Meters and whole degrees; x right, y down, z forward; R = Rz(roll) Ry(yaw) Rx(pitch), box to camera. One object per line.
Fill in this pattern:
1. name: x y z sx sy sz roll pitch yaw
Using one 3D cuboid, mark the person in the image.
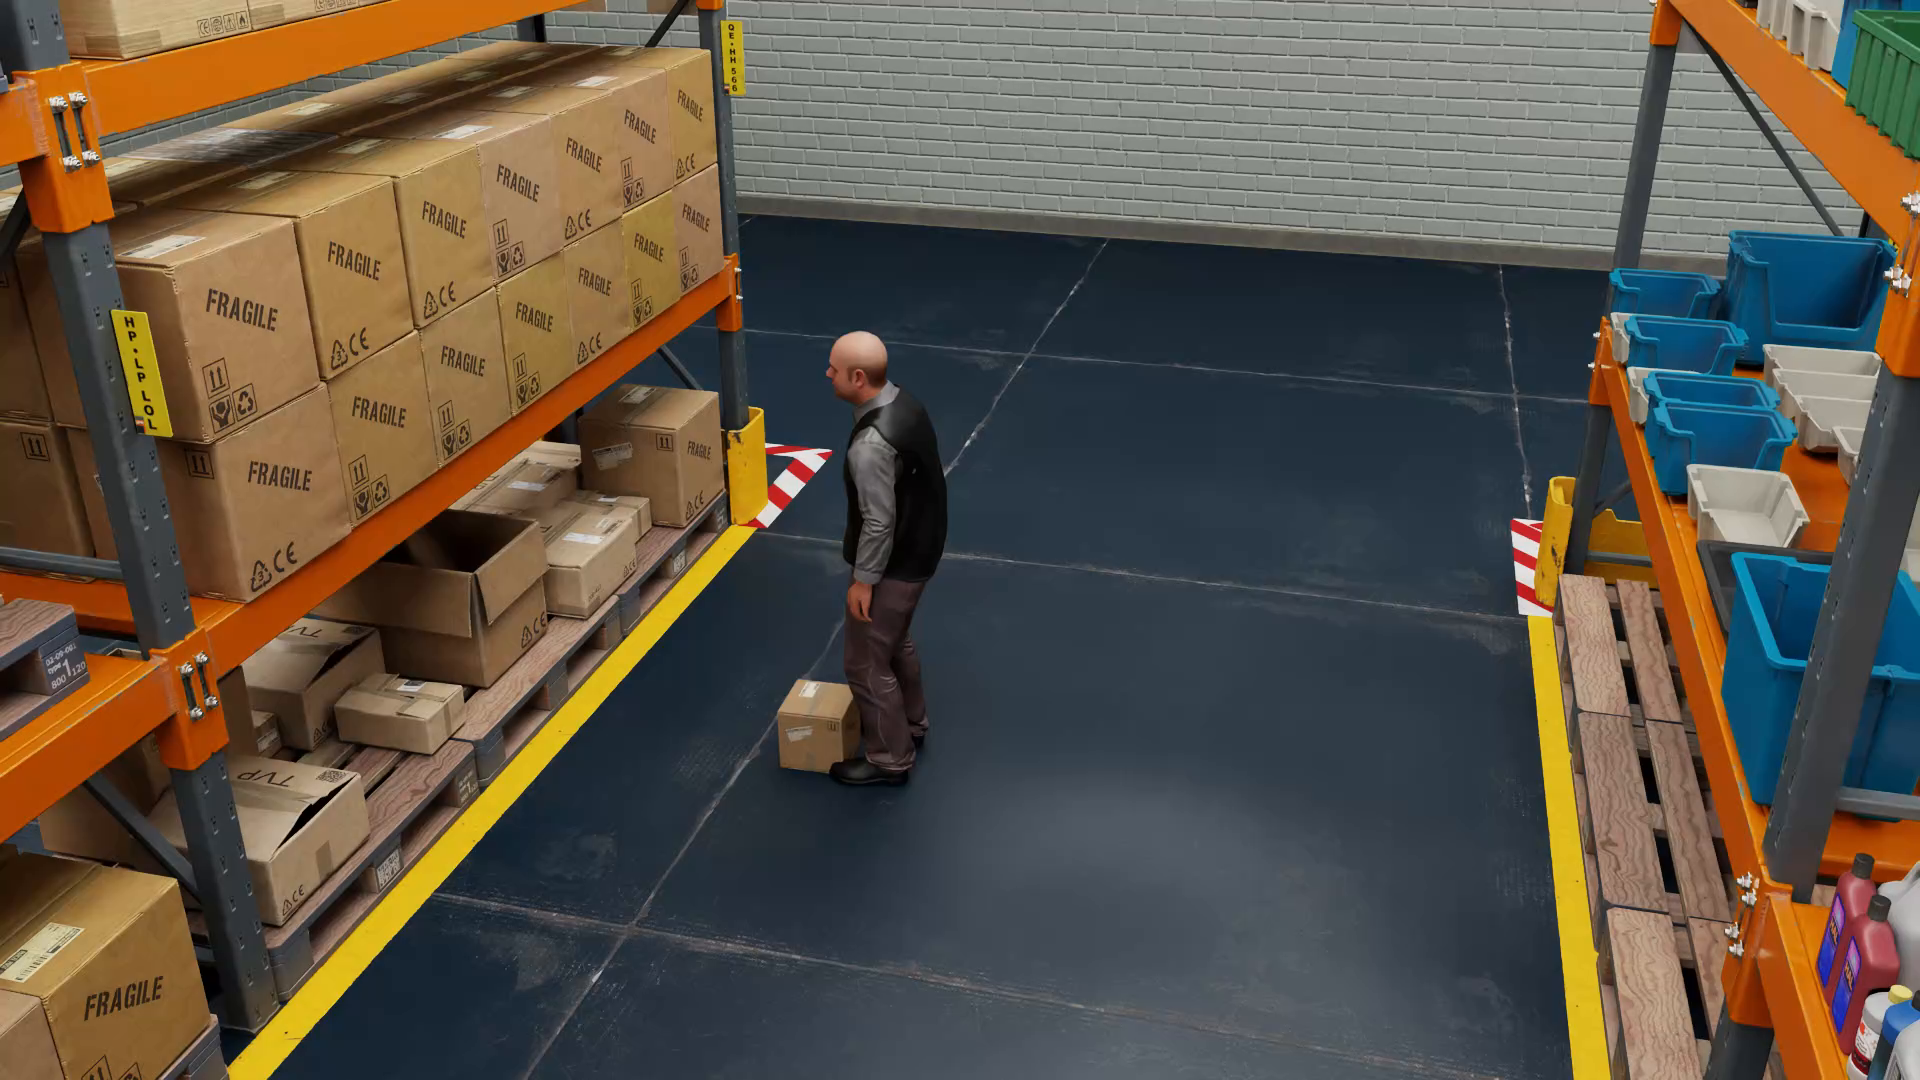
1. person: -0.258 0.076 5.978 0.421 1.718 0.583 5 26 10
